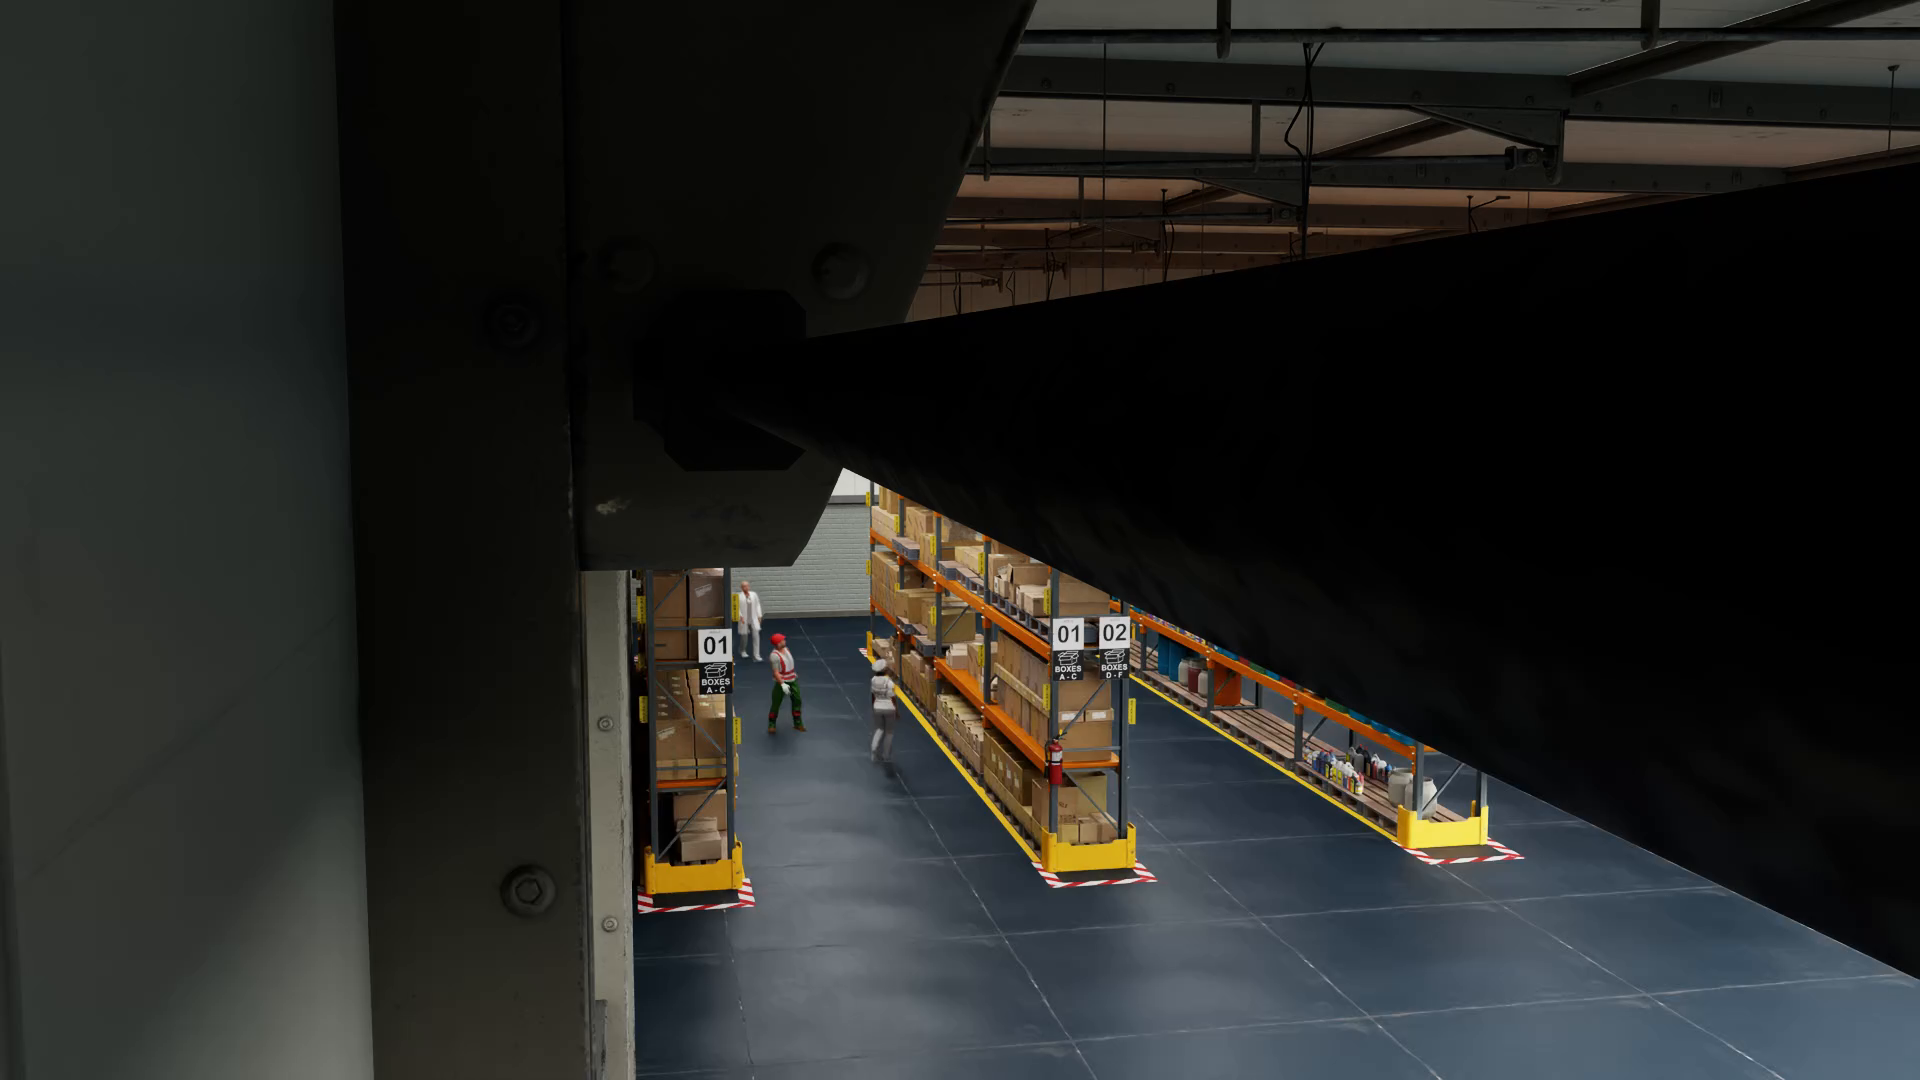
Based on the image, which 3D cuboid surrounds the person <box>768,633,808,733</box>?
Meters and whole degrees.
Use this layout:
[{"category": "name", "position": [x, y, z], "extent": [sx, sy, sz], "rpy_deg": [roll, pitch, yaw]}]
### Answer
[{"category": "person", "position": [-2.990, 2.497, 28.753], "extent": [0.638, 1.828, 0.704], "rpy_deg": [6, 8, 43]}]

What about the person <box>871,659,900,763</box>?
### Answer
[{"category": "person", "position": [-1.213, 2.719, 26.458], "extent": [0.461, 1.686, 0.500], "rpy_deg": [3, 6, 23]}]

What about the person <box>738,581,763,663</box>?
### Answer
[{"category": "person", "position": [-4.554, 1.747, 35.735], "extent": [0.675, 1.743, 1.050], "rpy_deg": [-2, 6, -21]}]
